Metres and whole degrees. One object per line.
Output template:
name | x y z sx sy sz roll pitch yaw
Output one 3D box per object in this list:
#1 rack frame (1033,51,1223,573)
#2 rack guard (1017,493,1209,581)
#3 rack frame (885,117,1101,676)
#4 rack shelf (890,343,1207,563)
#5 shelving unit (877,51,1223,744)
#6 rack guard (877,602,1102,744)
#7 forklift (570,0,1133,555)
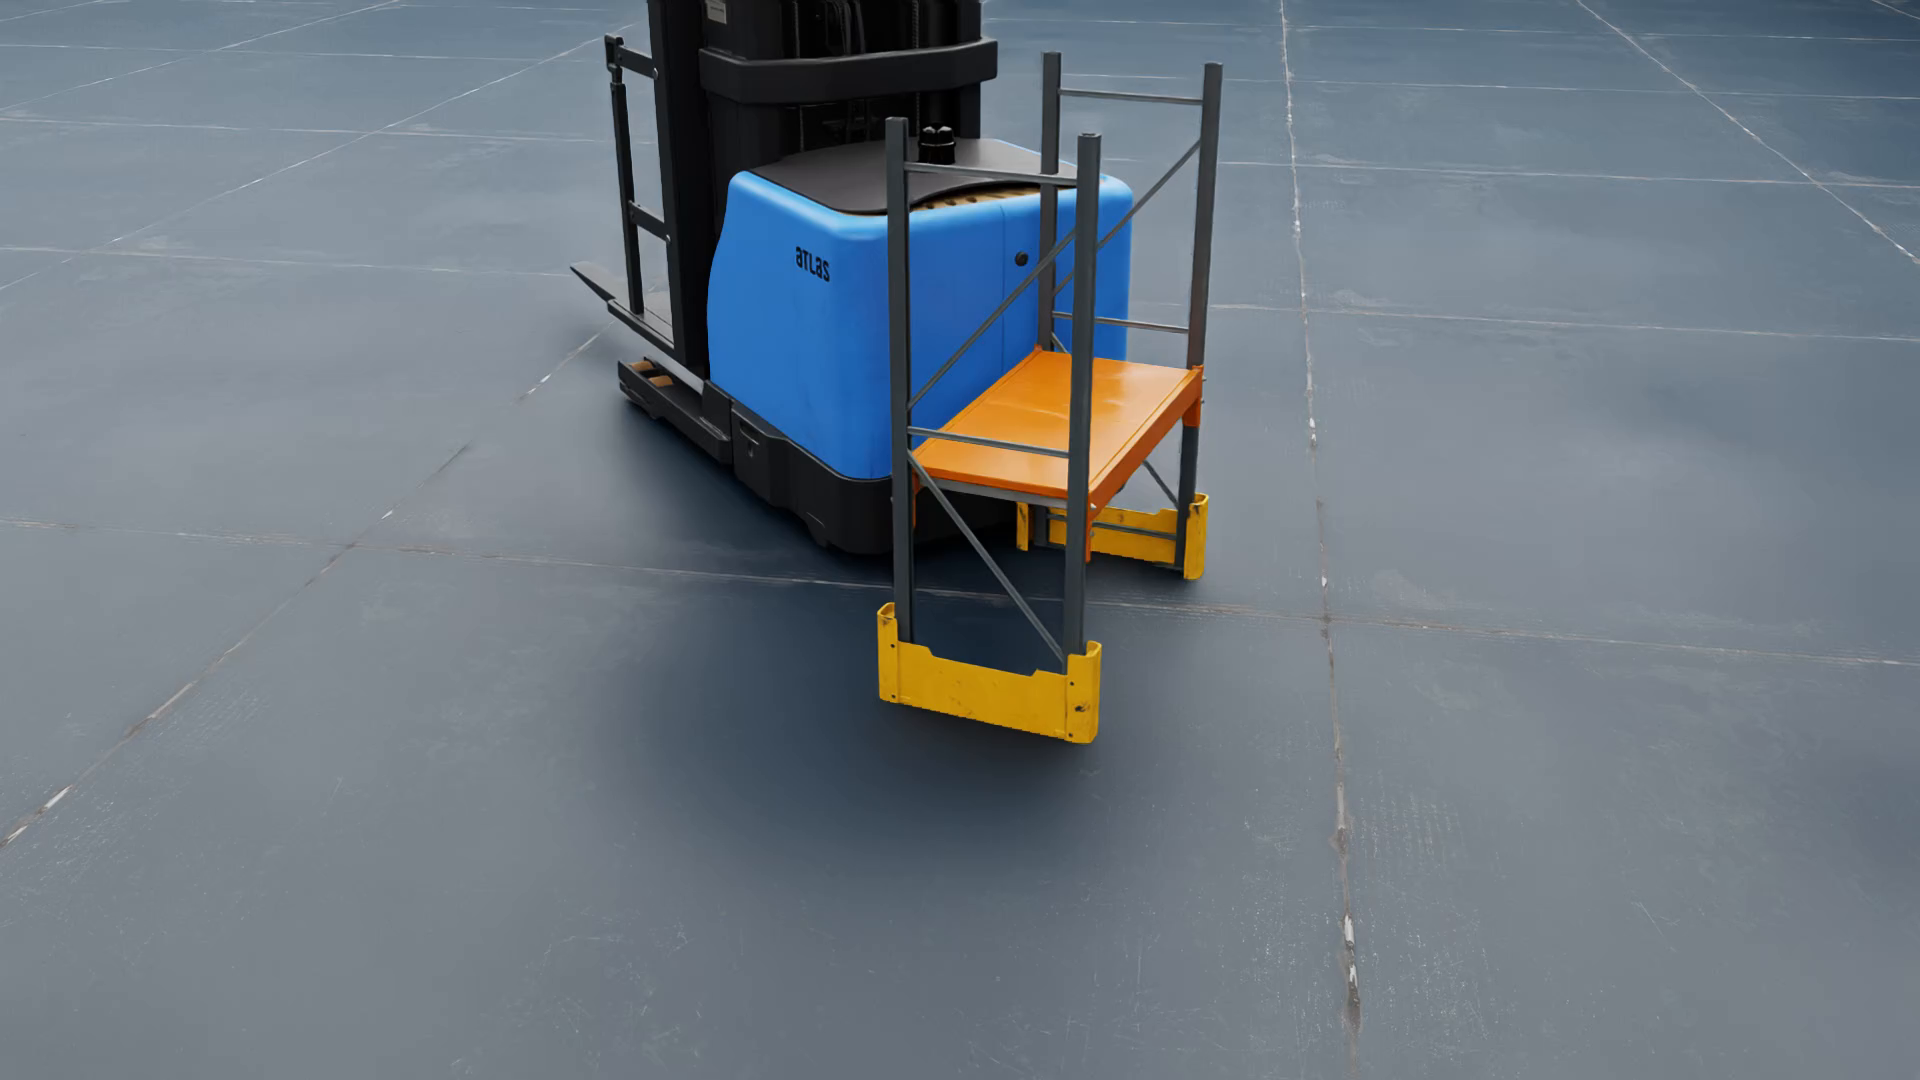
rack frame | 0.465 -0.626 4.819 0.500 1.500 0.032 10 27 21
rack guard | 0.457 -0.053 5.067 0.587 0.250 0.087 10 27 21
rack frame | 0.068 -0.229 3.971 0.500 1.500 0.032 10 27 21
rack shelf | 0.267 -0.265 4.471 0.538 0.185 1.000 10 27 21
shelving unit | 0.263 -0.424 4.387 0.587 1.500 1.083 10 27 21
rack guard | 0.069 0.336 4.237 0.587 0.250 0.087 10 27 21
forklift | -0.647 -1.865 5.778 1.130 2.935 3.031 -14 29 -28
